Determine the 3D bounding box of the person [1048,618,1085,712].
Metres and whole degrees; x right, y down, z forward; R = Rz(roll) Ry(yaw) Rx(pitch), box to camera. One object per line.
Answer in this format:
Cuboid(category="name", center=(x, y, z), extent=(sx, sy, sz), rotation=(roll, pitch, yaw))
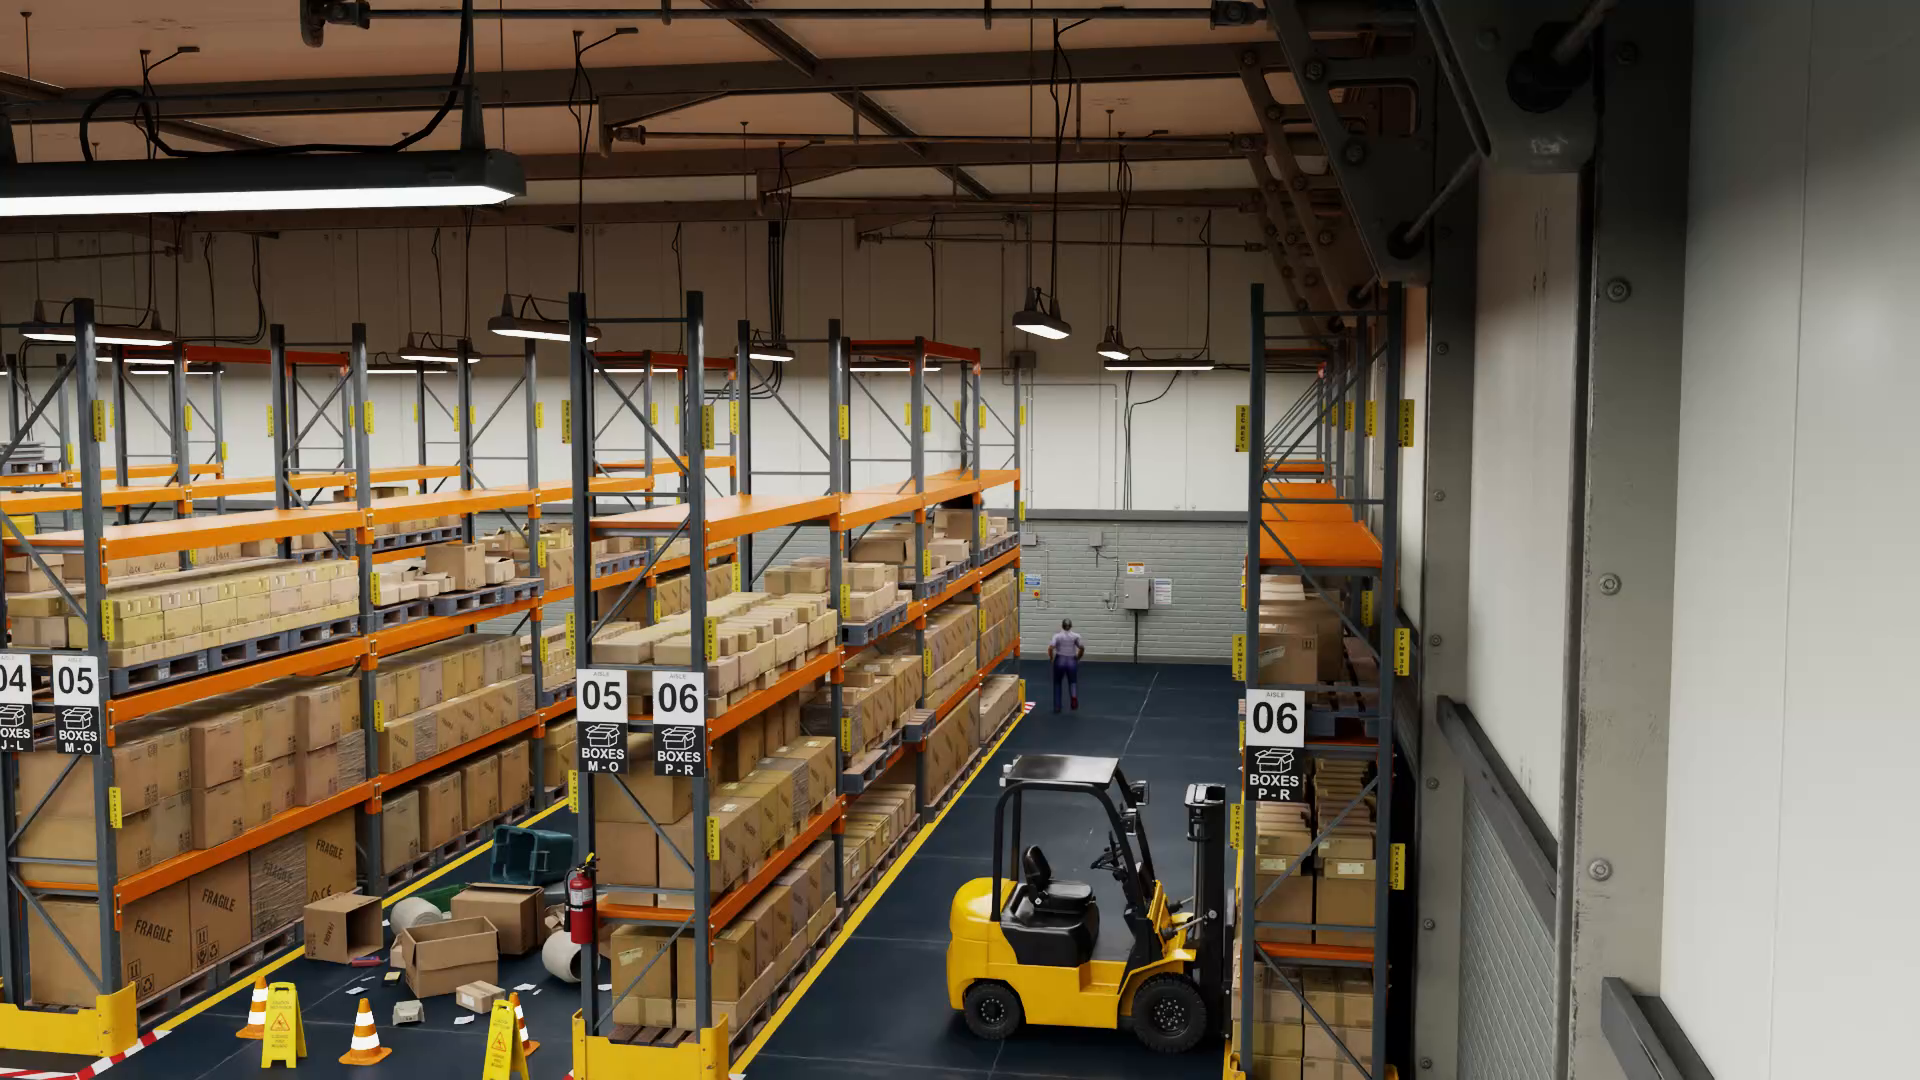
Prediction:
Cuboid(category="person", center=(1.786, 2.129, 27.994), extent=(0.618, 1.635, 0.538), rotation=(0, 5, -4))
